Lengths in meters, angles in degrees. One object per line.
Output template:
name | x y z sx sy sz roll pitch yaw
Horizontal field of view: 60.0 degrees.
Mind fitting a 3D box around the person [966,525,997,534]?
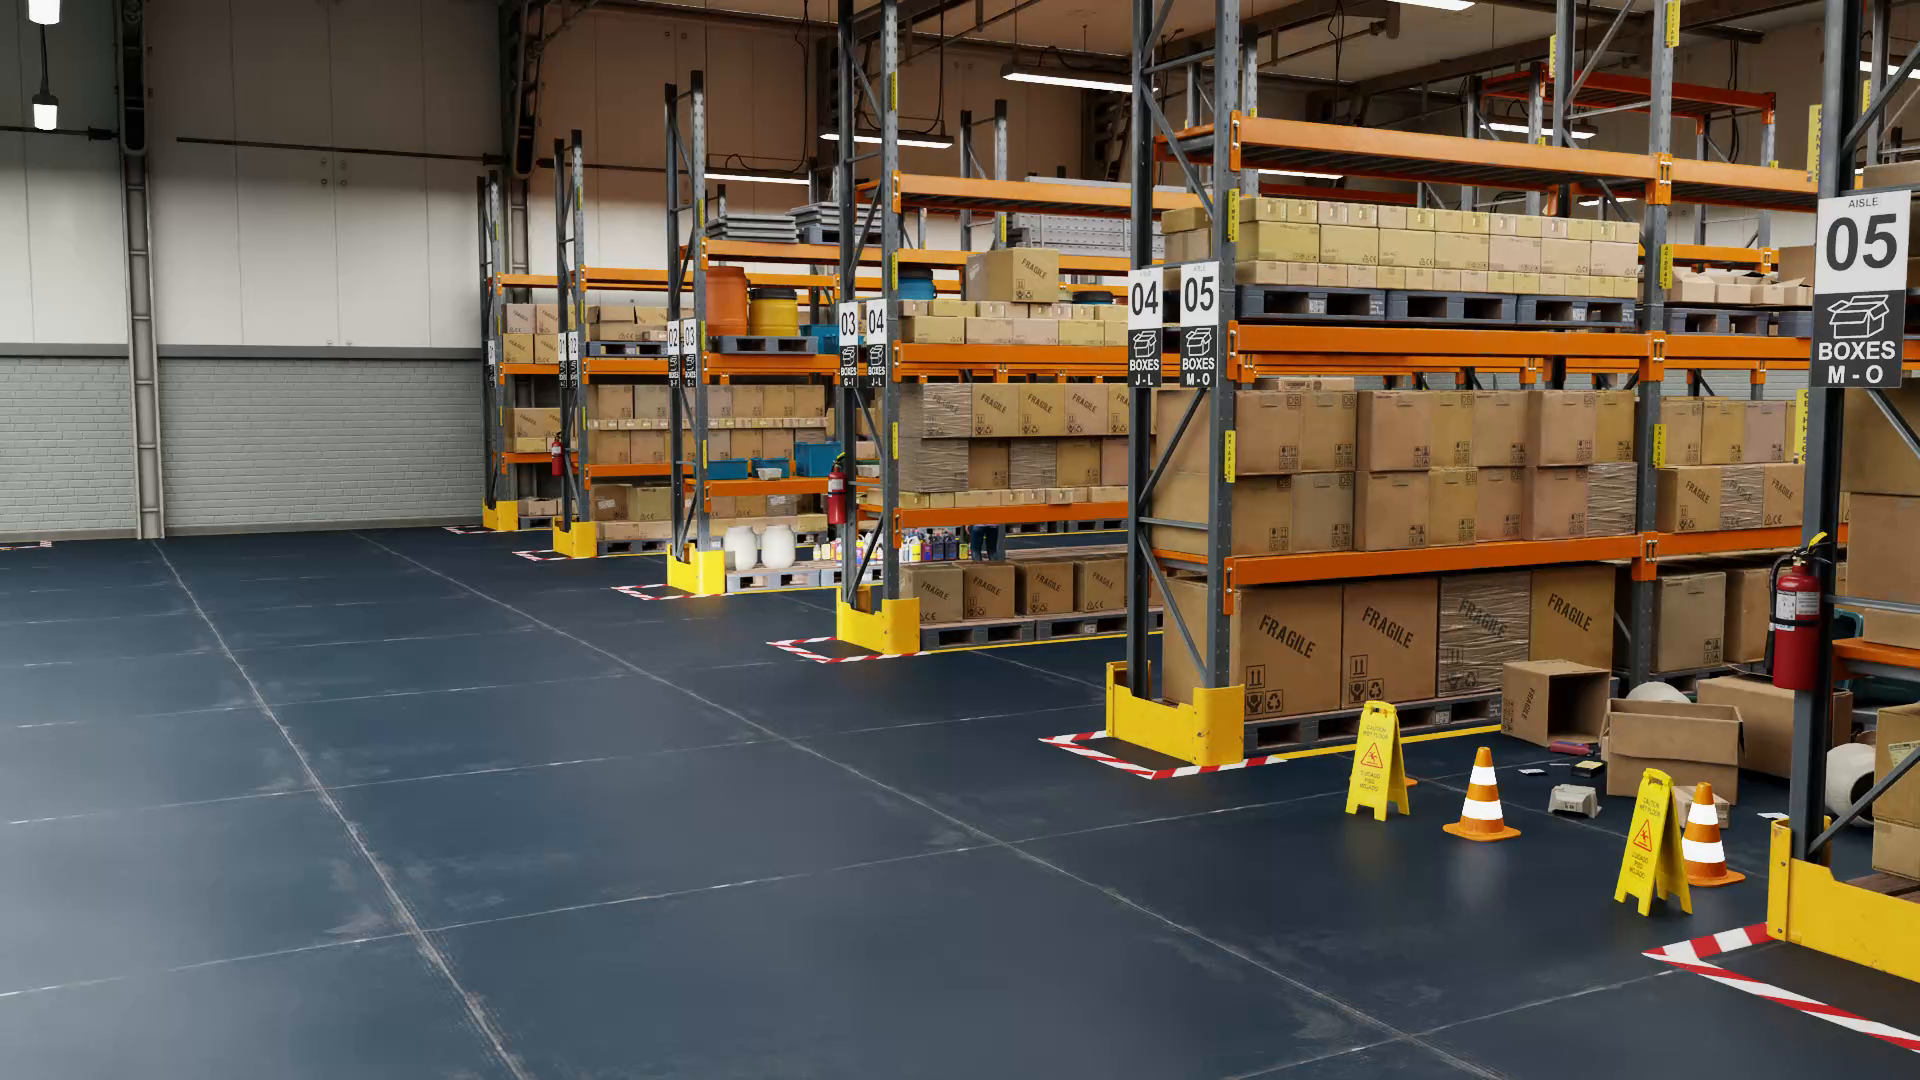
person | 0.277 -0.176 19.628 0.465 1.581 0.332 -3 6 -29
